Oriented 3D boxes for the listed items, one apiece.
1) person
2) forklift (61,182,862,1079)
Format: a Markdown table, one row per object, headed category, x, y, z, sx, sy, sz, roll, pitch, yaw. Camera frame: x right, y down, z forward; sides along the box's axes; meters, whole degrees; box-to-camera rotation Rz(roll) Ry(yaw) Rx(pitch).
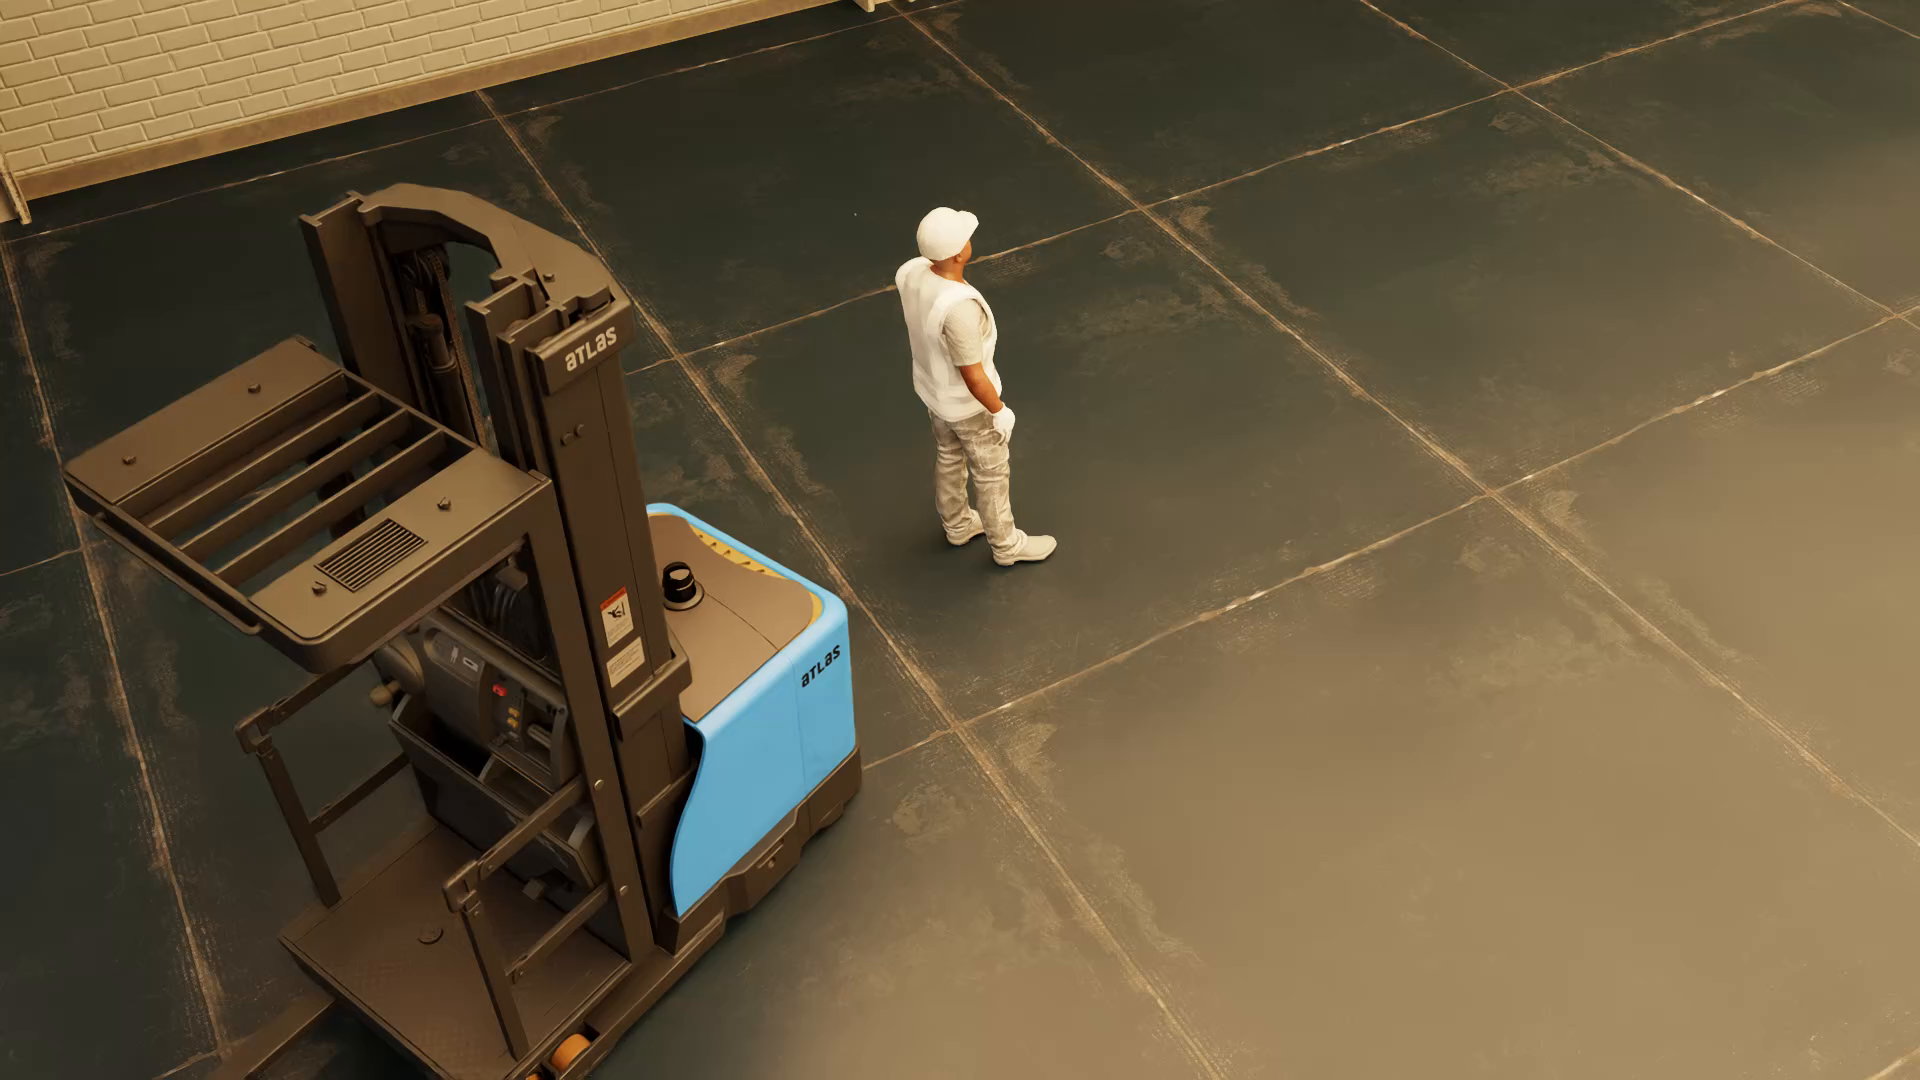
| category | x | y | z | sx | sy | sz | roll | pitch | yaw |
| --- | --- | --- | --- | --- | --- | --- | --- | --- | --- |
| person | 0.067 | -0.679 | 7.264 | 0.575 | 1.784 | 0.656 | -21 | 47 | -21 |
| forklift | -1.686 | 0.539 | 5.117 | 1.130 | 2.935 | 3.031 | 27 | 49 | 26 |
